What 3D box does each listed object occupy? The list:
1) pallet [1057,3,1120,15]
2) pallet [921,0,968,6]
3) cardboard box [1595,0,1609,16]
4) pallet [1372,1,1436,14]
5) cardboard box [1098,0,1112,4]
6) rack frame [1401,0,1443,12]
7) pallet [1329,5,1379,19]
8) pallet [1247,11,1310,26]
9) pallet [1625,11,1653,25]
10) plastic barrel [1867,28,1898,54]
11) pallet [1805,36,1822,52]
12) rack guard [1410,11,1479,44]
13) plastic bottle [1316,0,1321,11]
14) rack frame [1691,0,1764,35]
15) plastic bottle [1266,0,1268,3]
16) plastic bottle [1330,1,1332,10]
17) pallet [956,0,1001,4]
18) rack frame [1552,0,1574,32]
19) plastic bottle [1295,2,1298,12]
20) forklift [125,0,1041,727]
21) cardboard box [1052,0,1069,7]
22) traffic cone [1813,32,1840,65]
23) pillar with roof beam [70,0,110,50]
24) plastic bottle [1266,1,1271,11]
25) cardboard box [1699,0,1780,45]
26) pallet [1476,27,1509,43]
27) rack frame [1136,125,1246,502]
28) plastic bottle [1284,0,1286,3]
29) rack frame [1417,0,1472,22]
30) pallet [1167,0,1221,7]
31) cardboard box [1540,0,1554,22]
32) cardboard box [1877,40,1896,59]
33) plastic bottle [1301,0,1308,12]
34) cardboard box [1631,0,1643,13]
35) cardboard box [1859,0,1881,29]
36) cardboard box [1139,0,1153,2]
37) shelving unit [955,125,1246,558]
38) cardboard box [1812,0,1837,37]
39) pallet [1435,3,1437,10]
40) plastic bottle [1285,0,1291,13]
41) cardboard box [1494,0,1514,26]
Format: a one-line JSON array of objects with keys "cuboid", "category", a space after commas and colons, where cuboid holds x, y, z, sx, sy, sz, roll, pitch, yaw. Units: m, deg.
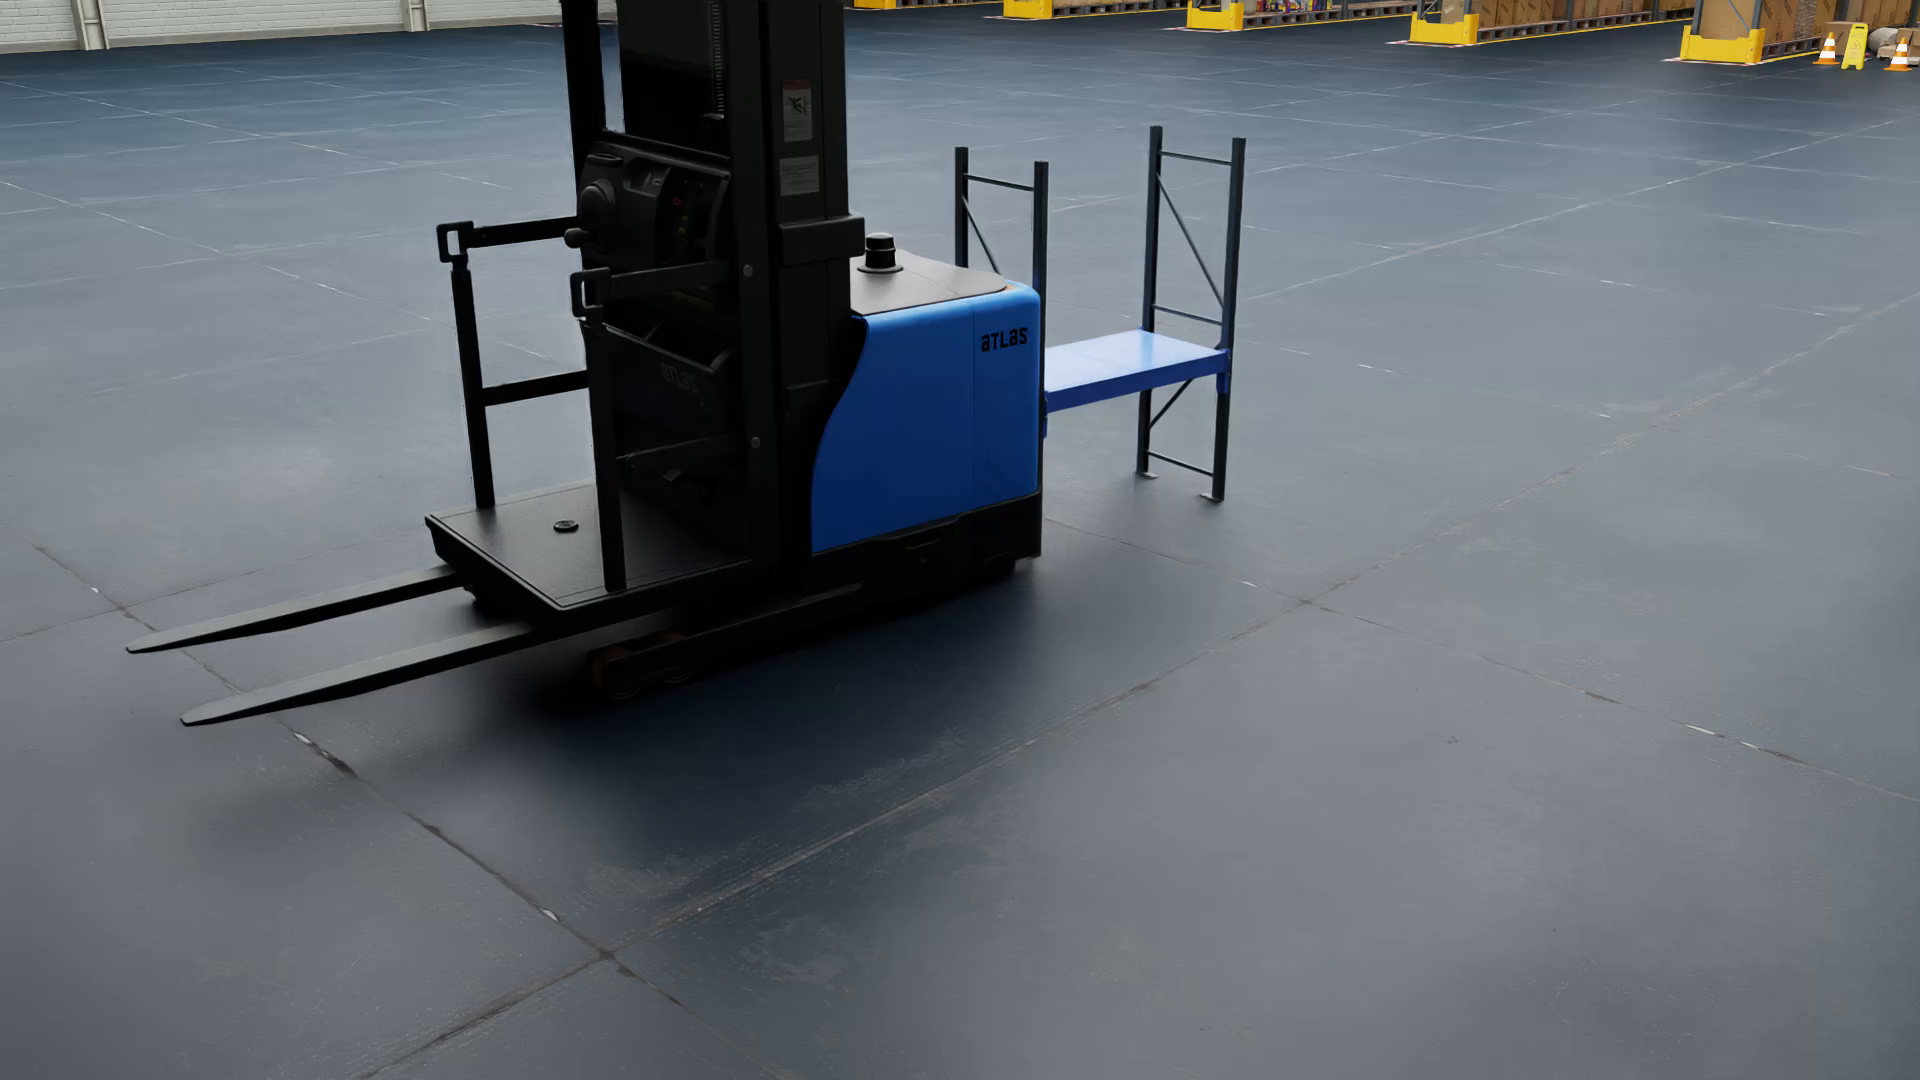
[{"cuboid": [2.837, -11.981, 37.452, 1.003, 0.211, 1.213, 19, 28, 41], "category": "pallet"}, {"cuboid": [-0.573, -13.232, 40.707, 1.003, 0.211, 1.213, 19, 28, 41], "category": "pallet"}, {"cuboid": [12.548, -10.764, 33.270, 0.700, 0.500, 0.500, 16, 26, 36], "category": "cardboard box"}, {"cuboid": [10.041, -12.088, 37.730, 1.003, 0.211, 1.213, 19, 28, 41], "category": "pallet"}, {"cuboid": [3.063, -12.143, 37.235, 0.500, 0.250, 0.500, 19, 28, 41], "category": "cardboard box"}, {"cuboid": [10.610, -13.579, 37.723, 1.000, 3.000, 0.127, 19, 28, 41], "category": "rack frame"}, {"cuboid": [8.339, -11.461, 36.099, 1.003, 0.211, 1.213, 19, 28, 41], "category": "pallet"}, {"cuboid": [6.470, -10.772, 34.306, 1.003, 0.211, 1.213, 19, 28, 41], "category": "pallet"}, {"cuboid": [13.612, -10.837, 34.476, 1.003, 0.211, 1.213, 19, 28, 41], "category": "pallet"}, {"cuboid": [15.159, -8.166, 27.230, 0.421, 0.421, 0.512, -2, 21, -5], "category": "plastic barrel"}, {"cuboid": [14.265, -8.566, 28.568, 1.003, 0.211, 1.213, 19, 28, 41], "category": "pallet"}, {"cuboid": [8.630, -9.136, 29.647, 1.175, 0.500, 0.348, 19, 28, 41], "category": "rack guard"}, {"cuboid": [7.442, -11.233, 34.697, 0.144, 0.351, 0.185, 18, 27, 38], "category": "plastic bottle"}, {"cuboid": [12.061, -9.016, 25.850, 1.000, 3.000, 0.127, 19, 28, 41], "category": "rack frame"}, {"cuboid": [6.288, -11.132, 34.540, 0.152, 0.276, 0.135, 18, 28, 39], "category": "plastic bottle"}, {"cuboid": [7.789, -11.279, 35.025, 0.097, 0.201, 0.097, 0, 21, 0], "category": "plastic bottle"}, {"cuboid": [0.278, -13.547, 41.527, 1.003, 0.211, 1.213, 19, 28, 41], "category": "pallet"}, {"cuboid": [11.368, -11.311, 31.823, 1.000, 3.000, 0.127, 19, 28, 41], "category": "rack frame"}, {"cuboid": [6.895, -10.949, 34.168, 0.097, 0.201, 0.097, 0, 21, 0], "category": "plastic bottle"}, {"cuboid": [-1.168, -1.076, 5.289, 3.031, 2.935, 1.130, -16, 26, -35], "category": "forklift"}, {"cuboid": [2.016, -11.758, 36.232, 0.500, 0.250, 0.500, 19, 28, 41], "category": "cardboard box"}, {"cuboid": [13.449, -7.613, 25.736, 0.336, 0.463, 0.334, 19, 28, 41], "category": "traffic cone"}, {"cuboid": [-11.673, -11.495, 23.938, 9.100, 9.000, 0.400, 19, 28, 41], "category": "pillar with roof beam"}, {"cuboid": [6.390, -11.071, 34.484, 0.097, 0.201, 0.097, 0, 21, 0], "category": "plastic bottle"}, {"cuboid": [12.486, -8.411, 26.653, 0.875, 0.875, 0.875, 19, 28, 41], "category": "cardboard box"}, {"cuboid": [9.222, -9.201, 30.219, 1.003, 0.211, 1.213, 19, 28, 41], "category": "pallet"}, {"cuboid": [0.945, -0.931, 6.906, 0.032, 1.500, 0.500, -16, 26, -35], "category": "rack frame"}, {"cuboid": [6.827, -11.368, 35.048, 0.144, 0.351, 0.185, 18, 27, 38], "category": "plastic bottle"}, {"cuboid": [8.577, -10.283, 29.148, 1.000, 3.000, 0.127, 19, 28, 41], "category": "rack frame"}, {"cuboid": [5.610, -13.004, 40.114, 1.003, 0.211, 1.213, 19, 28, 41], "category": "pallet"}, {"cuboid": [11.060, -10.248, 31.954, 0.500, 0.500, 0.500, 18, 28, 39], "category": "cardboard box"}, {"cuboid": [14.972, -7.865, 26.667, 0.258, 0.266, 0.396, -14, 25, -33], "category": "cardboard box"}, {"cuboid": [7.101, -11.074, 34.389, 0.135, 0.276, 0.152, -20, 28, -41], "category": "plastic bottle"}, {"cuboid": [13.705, -11.201, 34.406, 0.700, 0.500, 0.500, 17, 27, 38], "category": "cardboard box"}, {"cuboid": [15.895, -9.619, 29.970, 1.050, 0.750, 0.750, 19, 28, 41], "category": "cardboard box"}, {"cuboid": [4.106, -12.530, 38.241, 0.500, 0.250, 0.500, 19, 28, 41], "category": "cardboard box"}, {"cuboid": [0.546, -0.818, 6.613, 1.048, 1.500, 0.538, -16, 26, -35], "category": "shelving unit"}, {"cuboid": [14.362, -9.104, 28.456, 0.875, 0.875, 0.875, -20, 28, -41], "category": "cardboard box"}, {"cuboid": [11.130, -12.491, 38.778, 1.003, 0.211, 1.213, 19, 28, 41], "category": "pallet"}, {"cuboid": [6.688, -10.902, 33.930, 0.133, 0.283, 0.061, -20, 28, -41], "category": "plastic bottle"}, {"cuboid": [9.868, -9.787, 30.756, 0.500, 0.500, 0.500, -17, 27, -37], "category": "cardboard box"}]
